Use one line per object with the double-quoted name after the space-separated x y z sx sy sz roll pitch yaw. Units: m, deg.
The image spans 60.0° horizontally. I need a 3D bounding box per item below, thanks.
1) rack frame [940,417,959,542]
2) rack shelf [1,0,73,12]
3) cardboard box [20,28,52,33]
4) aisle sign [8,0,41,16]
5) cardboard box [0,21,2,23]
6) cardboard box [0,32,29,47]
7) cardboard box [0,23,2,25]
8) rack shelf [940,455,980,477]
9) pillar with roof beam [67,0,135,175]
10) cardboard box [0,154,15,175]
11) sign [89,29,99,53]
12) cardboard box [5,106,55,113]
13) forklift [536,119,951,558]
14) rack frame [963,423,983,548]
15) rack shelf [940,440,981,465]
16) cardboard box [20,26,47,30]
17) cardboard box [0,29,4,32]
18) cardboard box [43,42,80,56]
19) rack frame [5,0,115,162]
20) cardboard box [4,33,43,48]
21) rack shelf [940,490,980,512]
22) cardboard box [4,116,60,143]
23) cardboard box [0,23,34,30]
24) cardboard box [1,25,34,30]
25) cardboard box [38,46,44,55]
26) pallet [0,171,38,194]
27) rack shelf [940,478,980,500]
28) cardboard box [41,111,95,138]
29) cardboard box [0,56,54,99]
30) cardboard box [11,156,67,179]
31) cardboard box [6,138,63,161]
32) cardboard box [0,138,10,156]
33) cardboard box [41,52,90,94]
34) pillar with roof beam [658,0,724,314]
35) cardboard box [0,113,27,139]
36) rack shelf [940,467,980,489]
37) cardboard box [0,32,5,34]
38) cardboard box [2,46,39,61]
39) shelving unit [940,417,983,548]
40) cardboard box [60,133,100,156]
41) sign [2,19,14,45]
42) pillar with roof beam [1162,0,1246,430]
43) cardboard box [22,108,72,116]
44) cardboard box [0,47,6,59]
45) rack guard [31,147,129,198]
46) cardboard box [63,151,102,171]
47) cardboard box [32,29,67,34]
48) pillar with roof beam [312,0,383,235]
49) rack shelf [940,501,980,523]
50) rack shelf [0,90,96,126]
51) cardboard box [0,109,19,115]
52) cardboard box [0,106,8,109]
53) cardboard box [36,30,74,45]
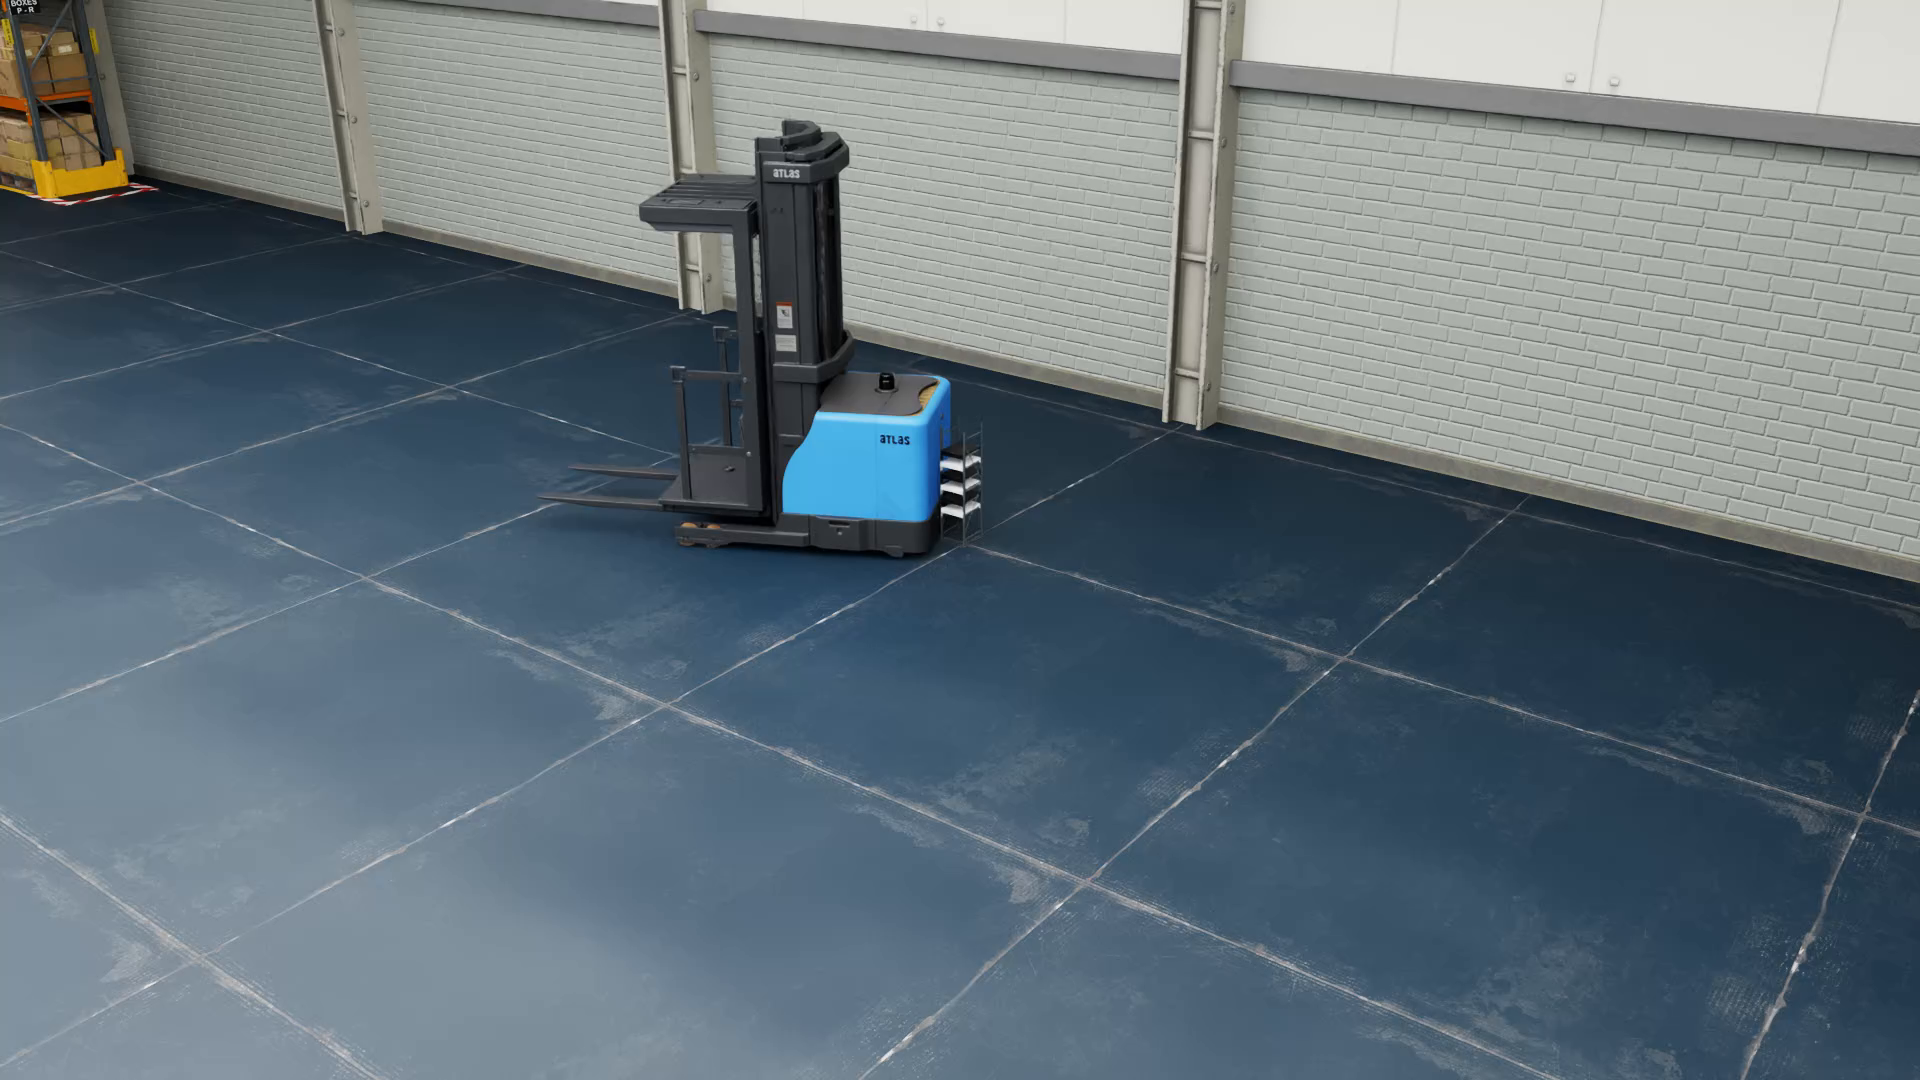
-0.074 -0.437 12.126 0.006 0.900 0.240 15 28 31 "rack frame"
-13.964 -7.840 23.495 4.000 0.370 1.077 17 29 33 "rack shelf"
-12.913 -7.075 23.290 0.250 0.149 0.380 17 29 34 "cardboard box"
-12.488 -7.392 22.082 0.004 0.787 0.394 17 29 33 "aisle sign"
-13.939 -7.388 23.999 0.250 0.149 0.380 18 29 35 "cardboard box"
-12.993 -6.860 22.801 0.250 0.149 0.380 17 29 33 "cardboard box"
-13.725 -7.325 23.857 0.250 0.149 0.380 17 29 34 "cardboard box"
0.011 -0.548 12.015 0.200 0.077 0.258 15 28 31 "rack shelf"
-14.962 -8.128 19.537 0.400 9.000 9.100 17 29 33 "pillar with roof beam"
-13.322 -5.382 23.633 0.500 0.250 0.500 17 29 33 "cardboard box"
-12.026 -6.923 23.070 0.005 0.325 0.100 17 29 33 "sign"
-13.431 -6.125 24.081 0.500 0.250 0.500 17 29 33 "cardboard box"
-1.624 -1.488 11.993 3.031 2.935 1.130 4 24 9 "forklift"
0.095 -0.391 12.022 0.006 0.900 0.240 15 28 31 "rack frame"
0.011 -0.631 11.979 0.200 0.077 0.258 15 28 31 "rack shelf"
-13.103 -7.140 23.436 0.250 0.149 0.380 17 29 34 "cardboard box"
-13.373 -6.998 23.116 0.250 0.149 0.380 17 29 34 "cardboard box"
-12.480 -6.821 23.082 0.250 0.149 0.380 16 28 32 "cardboard box"
-12.364 -6.313 22.857 0.127 3.000 1.000 17 29 33 "rack frame"
-12.777 -6.810 22.688 0.250 0.149 0.380 17 29 33 "cardboard box"
0.011 -0.301 12.124 0.200 0.077 0.258 15 28 31 "rack shelf"
-12.919 -5.715 23.149 0.500 0.250 0.500 18 29 35 "cardboard box"
-13.479 -7.291 23.779 0.250 0.149 0.380 16 28 32 "cardboard box"
-13.328 -7.195 23.563 0.250 0.149 0.380 18 29 35 "cardboard box"
-12.715 -6.860 23.171 0.250 0.149 0.380 17 29 33 "cardboard box"
-13.001 -5.208 23.808 1.213 0.211 1.003 17 29 33 "pallet"
0.011 -0.384 12.087 0.200 0.077 0.258 15 28 31 "rack shelf"
-12.635 -5.881 23.528 0.500 0.250 0.500 16 29 33 "cardboard box"
-12.915 -6.393 22.915 0.500 0.500 0.500 16 28 32 "cardboard box"
-12.929 -5.258 23.353 0.500 0.250 0.500 17 29 34 "cardboard box"
-12.941 -5.492 23.264 0.500 0.250 0.500 16 29 33 "cardboard box"
-13.336 -5.617 23.547 0.500 0.250 0.500 16 29 33 "cardboard box"
-12.594 -6.568 23.312 0.500 0.500 0.500 18 29 35 "cardboard box"
-5.360 -5.226 12.951 0.400 9.000 9.100 17 29 33 "pillar with roof beam"
-13.332 -5.836 23.425 0.500 0.250 0.500 17 29 34 "cardboard box"
0.011 -0.466 12.051 0.200 0.077 0.258 15 28 31 "rack shelf"
-13.219 -6.914 22.925 0.250 0.149 0.380 18 29 34 "cardboard box"
-12.809 -6.649 22.691 0.250 0.149 0.380 17 29 34 "cardboard box"
0.011 -0.414 12.074 0.210 0.900 0.258 15 28 31 "shelving unit"
-12.616 -5.656 23.636 0.500 0.250 0.500 17 29 34 "cardboard box"
-12.700 -6.779 22.186 0.005 0.325 0.100 17 29 33 "sign"
-0.559 -3.775 9.658 0.400 9.000 9.100 17 29 33 "pillar with roof beam"
-13.037 -6.001 23.799 0.500 0.250 0.500 17 29 33 "cardboard box"
-13.032 -6.701 22.810 0.250 0.149 0.380 17 29 34 "cardboard box"
-12.345 -5.163 23.348 0.348 0.500 1.175 17 29 33 "rack guard"
-12.640 -5.428 23.739 0.500 0.250 0.500 17 29 34 "cardboard box"
-12.680 -7.026 23.179 0.250 0.149 0.380 18 29 35 "cardboard box"
-10.161 -6.677 16.244 0.400 9.000 9.100 17 29 33 "pillar with roof beam"
0.011 -0.219 12.160 0.200 0.077 0.258 15 28 31 "rack shelf"
-13.964 -6.467 24.100 4.000 0.370 1.077 17 29 33 "rack shelf"
-13.741 -5.955 23.695 0.500 0.250 0.500 17 29 34 "cardboard box"
-13.837 -6.252 24.368 0.500 0.250 0.500 16 28 32 "cardboard box"
-12.505 -6.941 22.987 0.250 0.149 0.380 16 28 32 "cardboard box"
